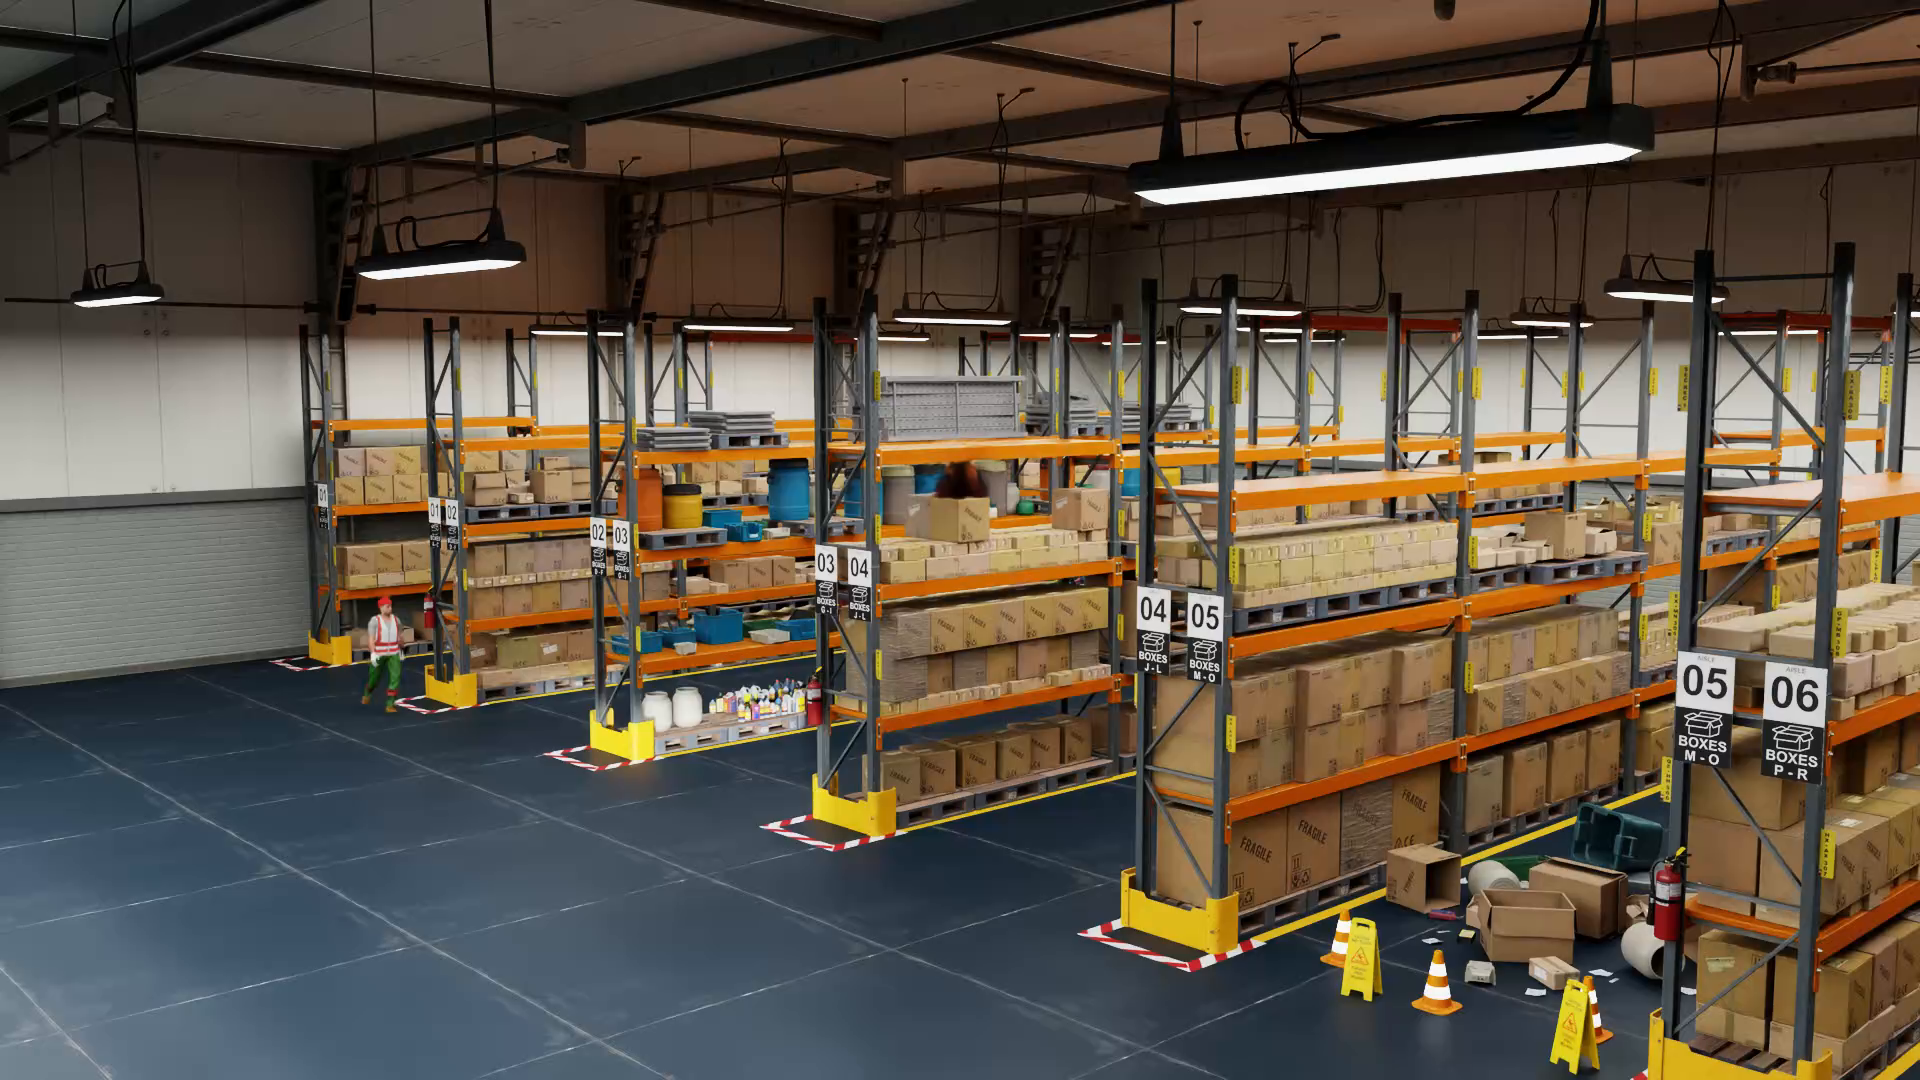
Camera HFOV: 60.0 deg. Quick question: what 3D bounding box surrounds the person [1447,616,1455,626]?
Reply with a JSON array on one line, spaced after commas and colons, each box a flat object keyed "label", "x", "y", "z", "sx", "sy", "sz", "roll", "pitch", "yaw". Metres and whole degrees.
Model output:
[{"label": "person", "x": 7.381, "y": 1.814, "z": 24.634, "sx": 1.034, "sy": 1.728, "sz": 0.563, "roll": -6, "pitch": 8, "yaw": -45}]

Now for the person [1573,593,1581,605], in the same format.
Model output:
[{"label": "person", "x": 11.249, "y": 1.291, "z": 30.665, "sx": 0.887, "sy": 1.549, "sz": 0.500, "roll": -1, "pitch": 6, "yaw": -9}]

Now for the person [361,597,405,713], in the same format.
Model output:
[{"label": "person", "x": -8.749, "y": 1.725, "z": 25.312, "sx": 0.589, "sy": 1.746, "sz": 0.906, "roll": -4, "pitch": 7, "yaw": -36}]
